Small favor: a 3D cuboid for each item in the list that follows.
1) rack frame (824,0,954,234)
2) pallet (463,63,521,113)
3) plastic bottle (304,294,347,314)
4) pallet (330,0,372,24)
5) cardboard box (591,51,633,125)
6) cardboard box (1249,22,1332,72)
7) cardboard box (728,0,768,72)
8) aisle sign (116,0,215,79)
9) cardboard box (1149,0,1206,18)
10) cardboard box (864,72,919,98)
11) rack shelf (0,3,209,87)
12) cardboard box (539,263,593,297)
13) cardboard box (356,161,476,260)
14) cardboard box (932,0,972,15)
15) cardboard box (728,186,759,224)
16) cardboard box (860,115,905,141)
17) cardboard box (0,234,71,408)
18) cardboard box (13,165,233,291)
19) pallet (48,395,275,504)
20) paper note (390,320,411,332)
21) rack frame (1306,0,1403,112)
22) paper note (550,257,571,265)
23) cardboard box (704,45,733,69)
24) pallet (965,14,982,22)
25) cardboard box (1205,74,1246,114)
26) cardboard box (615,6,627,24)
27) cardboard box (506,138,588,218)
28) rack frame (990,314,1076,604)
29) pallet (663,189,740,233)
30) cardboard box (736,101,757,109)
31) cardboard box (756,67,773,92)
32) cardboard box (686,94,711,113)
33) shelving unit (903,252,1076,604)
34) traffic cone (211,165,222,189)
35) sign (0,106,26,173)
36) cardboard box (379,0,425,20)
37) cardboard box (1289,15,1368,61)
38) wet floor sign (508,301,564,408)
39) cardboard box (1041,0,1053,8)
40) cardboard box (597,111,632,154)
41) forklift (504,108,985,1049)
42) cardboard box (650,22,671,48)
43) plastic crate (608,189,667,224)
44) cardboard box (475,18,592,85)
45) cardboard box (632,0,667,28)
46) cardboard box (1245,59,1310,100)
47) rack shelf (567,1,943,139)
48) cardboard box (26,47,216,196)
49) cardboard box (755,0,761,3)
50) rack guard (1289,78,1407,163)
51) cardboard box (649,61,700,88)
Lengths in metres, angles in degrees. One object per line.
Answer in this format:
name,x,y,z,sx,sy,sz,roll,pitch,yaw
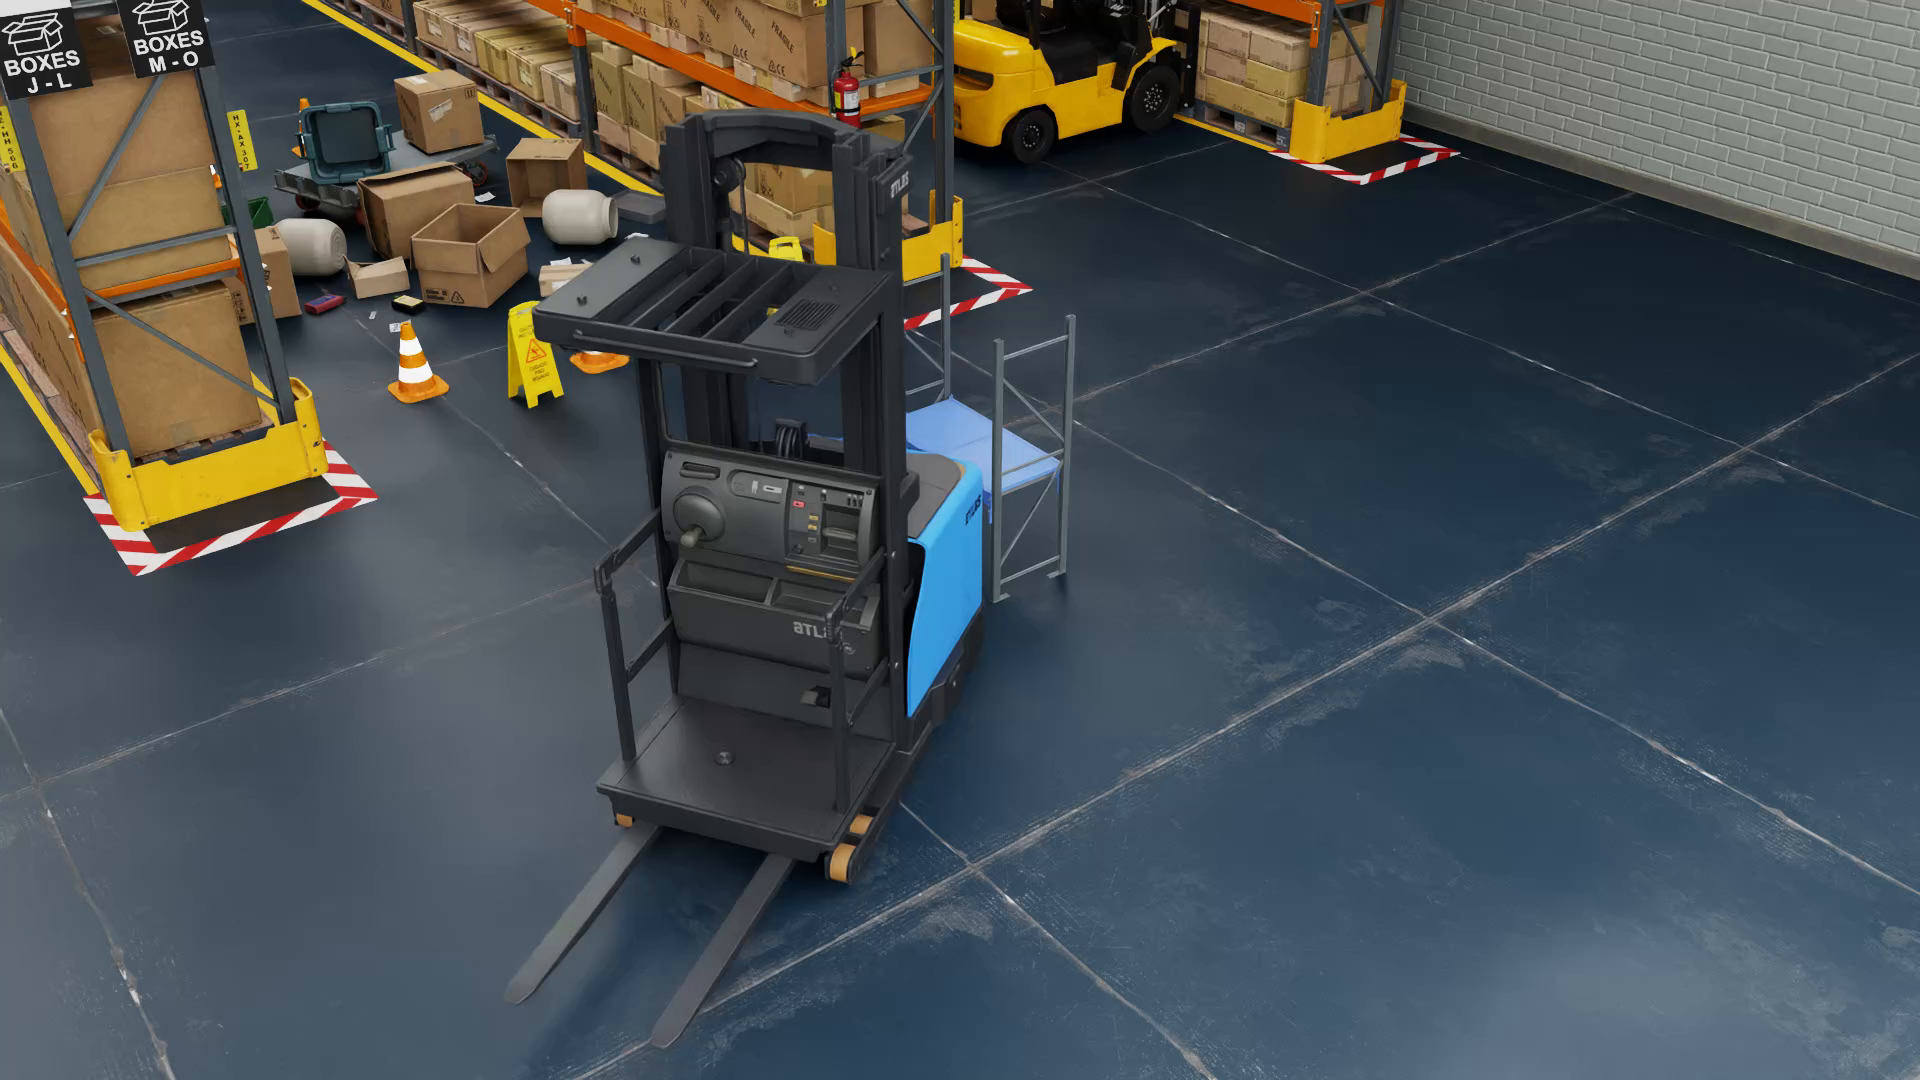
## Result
rack frame,-0.474,-3.220,11.591,1.000,3.000,0.127,-22,38,-31
pallet,-4.157,-4.535,16.352,1.003,0.211,1.213,-22,38,-31
plastic bottle,-4.546,-1.705,11.937,0.133,0.061,0.283,18,36,27
pallet,-6.547,-6.230,19.081,1.003,0.211,1.213,-22,38,-31
cardboard box,-2.778,-3.882,14.155,0.500,0.500,0.500,-20,37,-29
cardboard box,2.916,-4.353,14.676,0.500,0.250,0.500,-21,37,-30
cardboard box,-1.327,-3.736,12.045,0.500,0.500,0.500,-22,38,-31
aisle sign,-4.041,-2.748,8.367,0.394,0.787,0.004,-22,38,-31
cardboard box,1.977,-4.985,15.693,0.500,0.250,0.500,-23,39,-32
cardboard box,-0.518,-3.321,11.993,0.380,0.149,0.250,-22,38,-31
rack shelf,-5.548,-3.378,9.685,1.077,0.370,4.000,-22,38,-31
cardboard box,-2.872,-1.901,12.170,0.380,0.149,0.250,-4,32,-7
cardboard box,-4.130,-2.517,12.697,0.797,0.637,0.503,-22,38,-31
cardboard box,0.194,-6.204,18.248,0.875,0.625,0.625,-23,38,-32
cardboard box,-1.493,-2.698,12.960,0.500,0.250,0.500,-22,38,-31
cardboard box,-0.765,-2.984,12.709,0.500,0.500,0.500,-24,39,-33
cardboard box,-5.331,-1.479,10.404,0.875,0.875,0.875,-23,39,-32
cardboard box,-4.585,-1.780,9.130,0.875,0.550,0.550,-22,38,-31
pallet,-4.874,-0.699,10.176,1.003,0.211,1.213,-22,38,-31
paper note,-3.917,-1.500,11.637,0.144,0.017,0.142,-10,33,-15
rack frame,3.445,-4.827,14.179,1.000,3.000,0.127,-22,38,-31
paper note,-3.028,-2.106,12.623,0.148,0.019,0.142,-10,33,-15
cardboard box,-1.711,-3.710,12.618,0.380,0.149,0.250,-23,38,-32
pallet,0.510,-5.604,18.073,1.003,0.211,1.213,-22,38,-31
cardboard box,2.610,-4.141,15.283,0.500,0.250,0.500,-22,38,-31
cardboard box,-2.604,-4.356,13.658,0.380,0.149,0.250,-22,38,-32
cardboard box,-3.344,-2.939,13.506,0.500,0.500,0.500,1,32,2
rack frame,0.364,-0.390,8.456,0.500,1.500,0.032,-22,38,-31
pallet,-1.734,-2.925,13.759,1.003,0.211,1.213,-22,38,-31
cardboard box,-1.449,-3.205,12.450,0.380,0.149,0.250,-21,38,-30
cardboard box,-1.255,-3.383,12.092,0.380,0.149,0.250,-23,39,-32
cardboard box,-1.797,-3.227,13.100,0.500,0.500,0.500,-23,39,-32
shelving unit,0.052,-0.602,8.797,0.538,1.500,1.048,-22,38,-31
traffic cone,-6.404,-3.213,13.984,0.336,0.463,0.334,-22,38,-31
sign,-4.759,-1.999,8.303,0.100,0.325,0.005,-22,38,-31
cardboard box,-5.737,-6.144,17.916,0.875,0.875,0.875,-23,38,-32
cardboard box,3.300,-4.524,14.951,0.500,0.250,0.500,-23,39,-32
wet floor sign,-2.740,-1.204,10.578,0.232,0.644,0.267,26,40,35
cardboard box,1.045,-5.415,16.861,0.500,0.250,0.500,-22,38,-32
cardboard box,-2.778,-3.564,14.353,0.500,0.250,0.500,-24,39,-33
forklift,-0.853,-0.058,6.566,1.130,2.935,3.031,11,33,17
cardboard box,-2.210,-4.009,13.100,0.380,0.149,0.250,-22,38,-31
plastic crate,-2.611,-2.727,13.565,0.583,0.080,0.402,18,36,27
cardboard box,-4.121,-4.754,16.154,0.950,0.372,0.625,-21,37,-30
cardboard box,-2.253,-4.367,13.061,0.500,0.500,0.500,-23,38,-32
cardboard box,2.900,-4.152,14.826,0.500,0.250,0.500,-23,38,-32
rack shelf,-1.700,-3.748,13.123,1.077,0.370,4.000,-22,38,-31
cardboard box,-4.519,-2.266,8.889,0.875,0.550,0.550,-22,38,-31
cardboard box,-1.264,-4.169,11.795,0.700,0.500,0.500,-22,38,-31
rack guard,3.460,-3.755,14.822,1.175,0.500,0.348,-22,38,-31
cardboard box,-2.265,-3.762,13.346,0.380,0.149,0.250,-20,37,-29
